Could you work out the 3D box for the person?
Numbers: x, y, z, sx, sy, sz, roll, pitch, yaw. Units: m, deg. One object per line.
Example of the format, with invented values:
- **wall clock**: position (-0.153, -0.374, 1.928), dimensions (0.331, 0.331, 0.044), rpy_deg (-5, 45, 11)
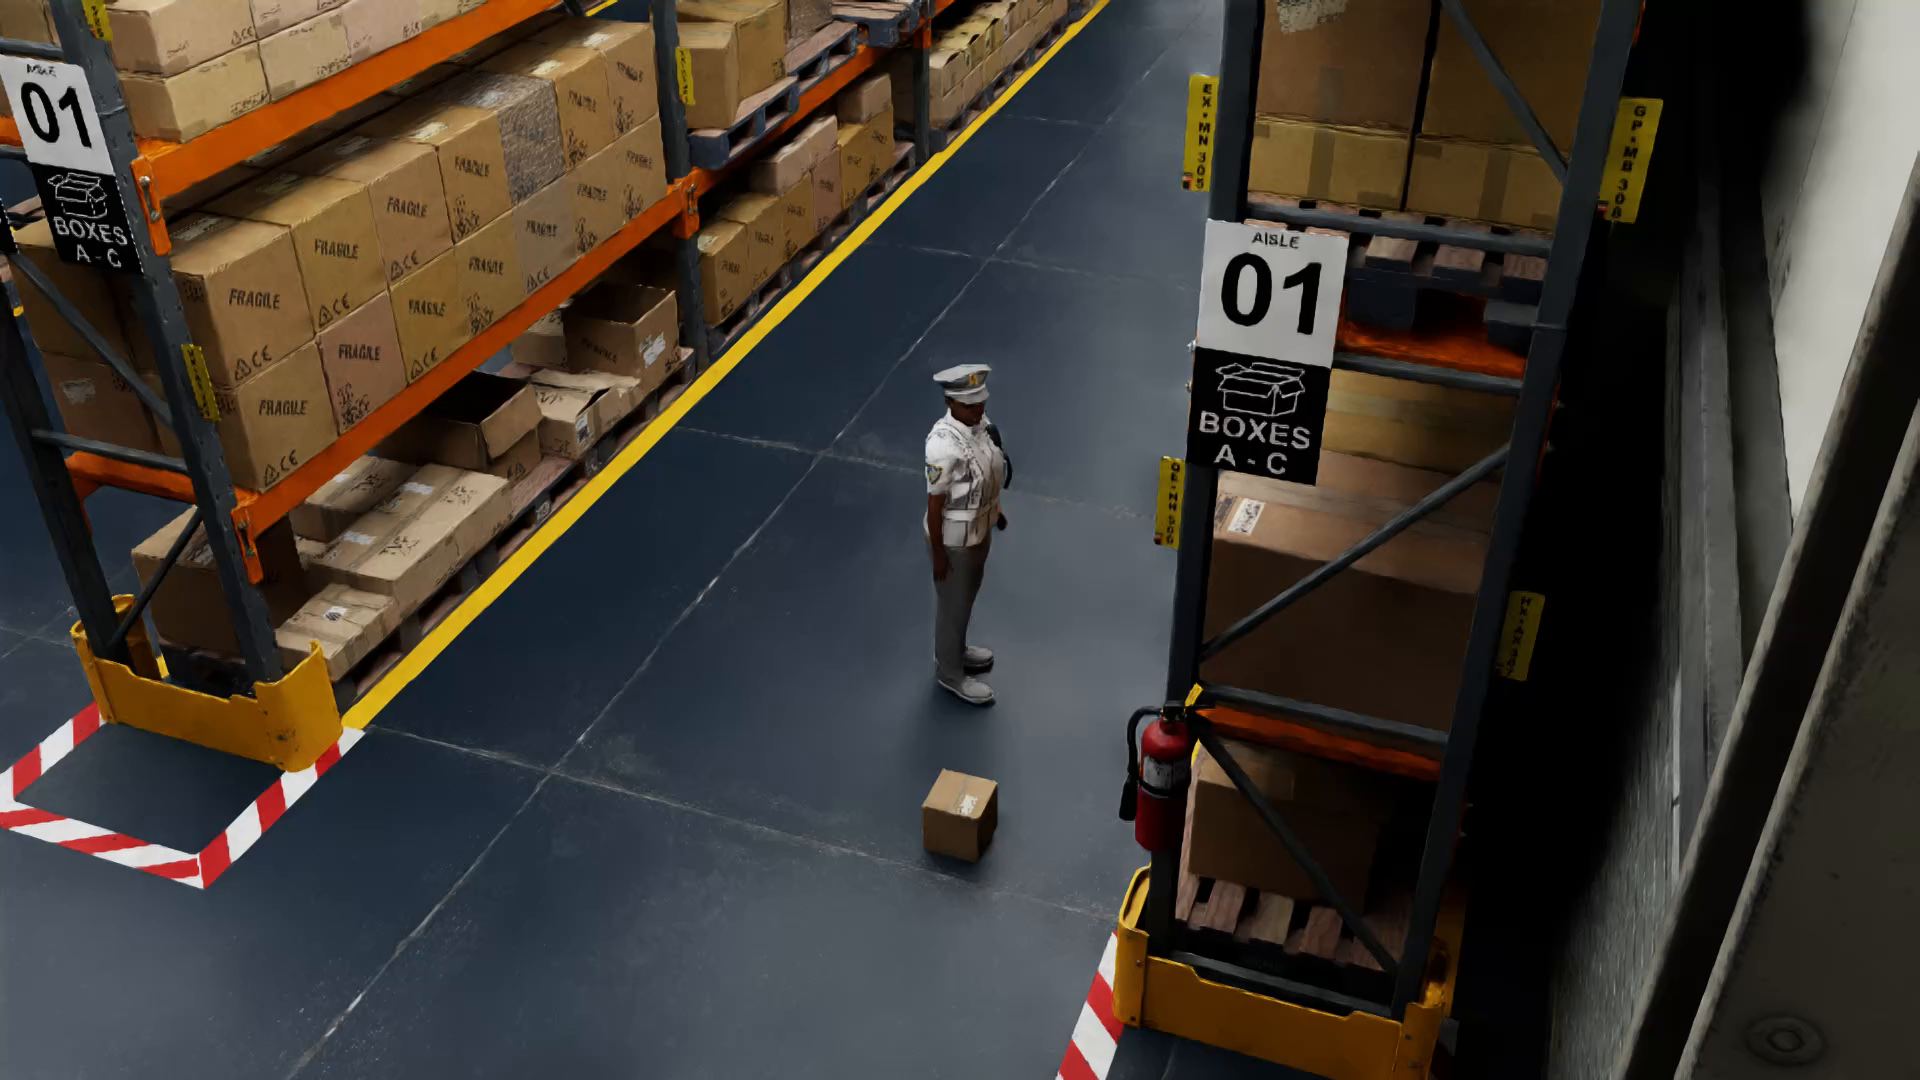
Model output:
- **person**: position (0.049, -0.066, 7.611), dimensions (0.388, 1.685, 0.584), rpy_deg (14, 36, 20)
